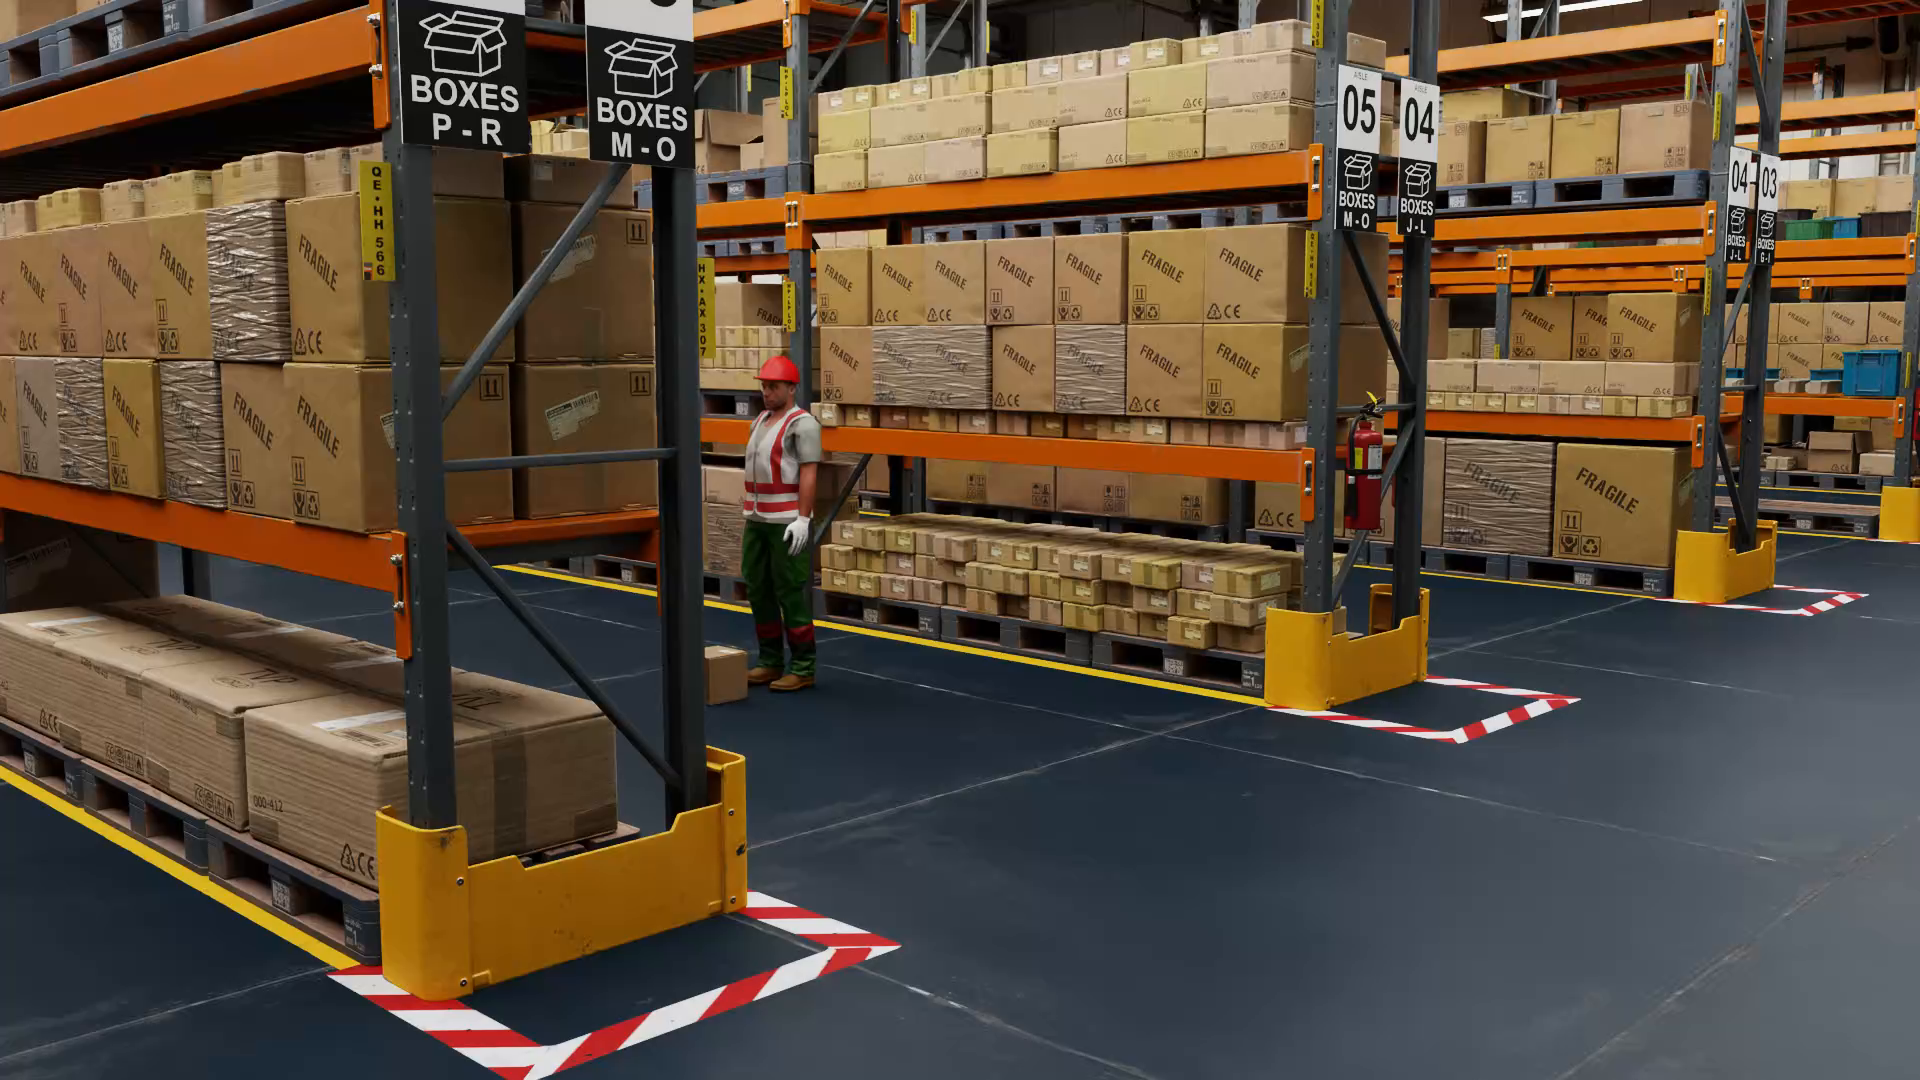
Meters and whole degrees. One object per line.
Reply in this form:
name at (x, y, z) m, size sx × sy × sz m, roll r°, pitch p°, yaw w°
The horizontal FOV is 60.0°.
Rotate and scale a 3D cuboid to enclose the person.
person at (-0.975, -0.089, 8.917) m, size 0.526 × 1.785 × 0.356 m, roll 7°, pitch 10°, yaw 45°
